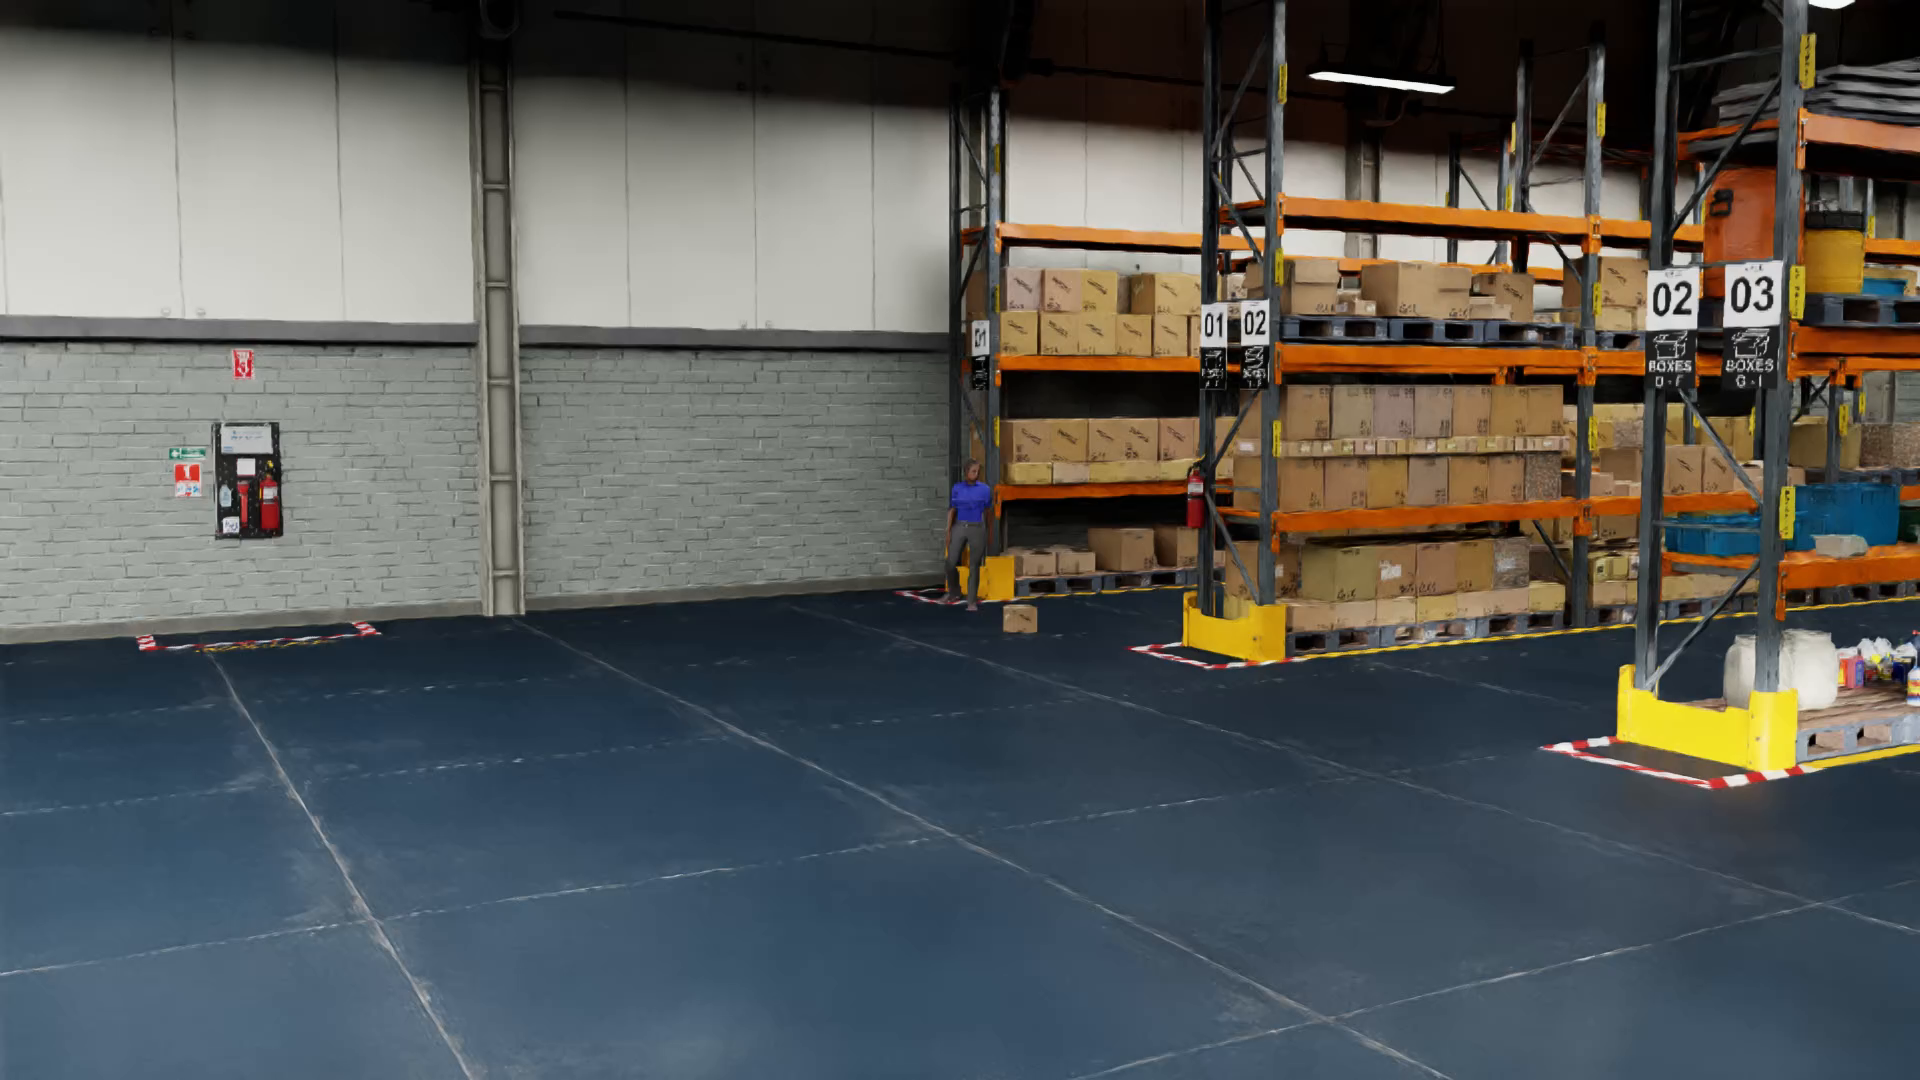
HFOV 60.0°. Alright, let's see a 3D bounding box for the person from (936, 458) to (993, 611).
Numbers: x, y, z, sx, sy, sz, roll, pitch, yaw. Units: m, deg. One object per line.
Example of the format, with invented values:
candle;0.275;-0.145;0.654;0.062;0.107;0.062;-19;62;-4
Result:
person;0.044;-0.063;18.048;0.637;1.651;0.433;1;5;7
